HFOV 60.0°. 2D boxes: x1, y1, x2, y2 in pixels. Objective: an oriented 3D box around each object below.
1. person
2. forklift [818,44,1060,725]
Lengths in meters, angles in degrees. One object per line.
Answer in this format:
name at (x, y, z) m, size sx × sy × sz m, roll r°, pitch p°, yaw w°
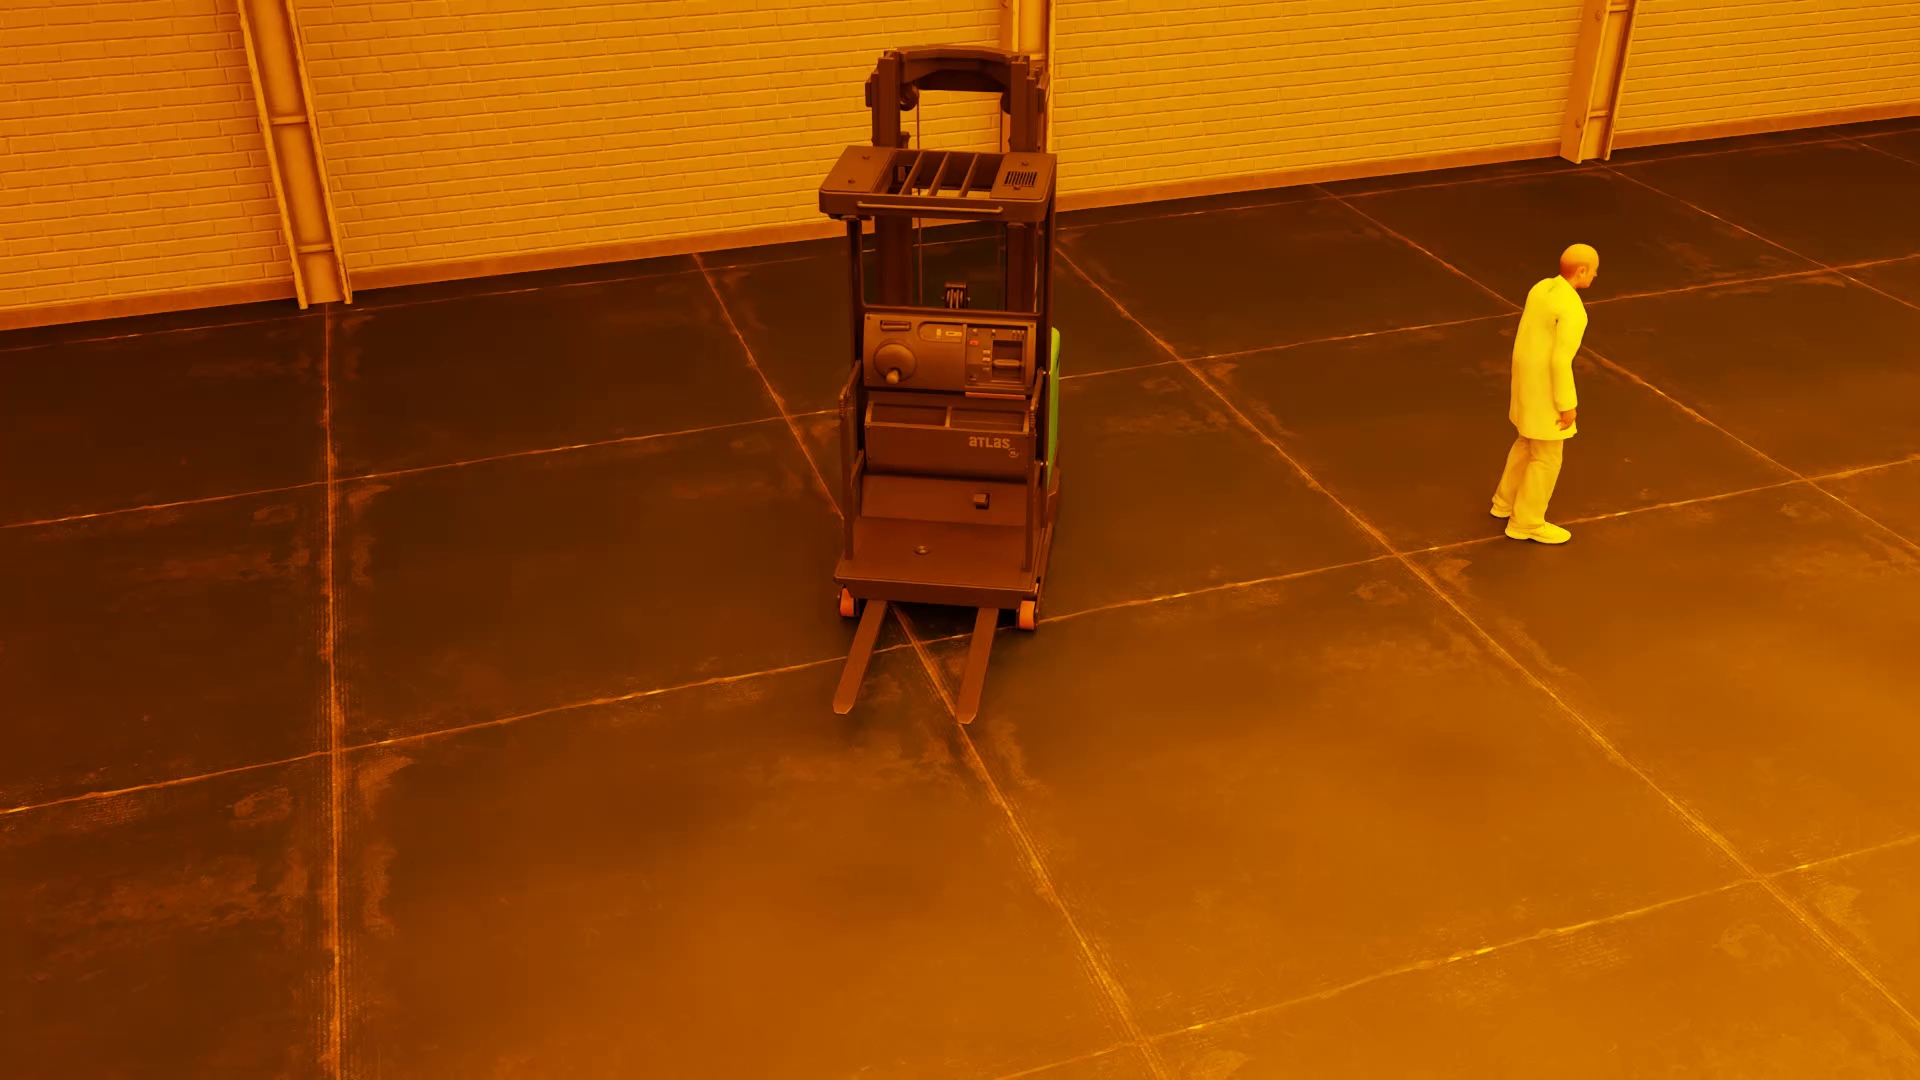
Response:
person at (3.448, -0.880, 9.777) m, size 0.420 × 1.774 × 0.649 m, roll -1°, pitch 30°, yaw -2°
forklift at (-0.083, -0.959, 8.754) m, size 1.130 × 2.935 × 3.031 m, roll 4°, pitch 30°, yaw 7°
